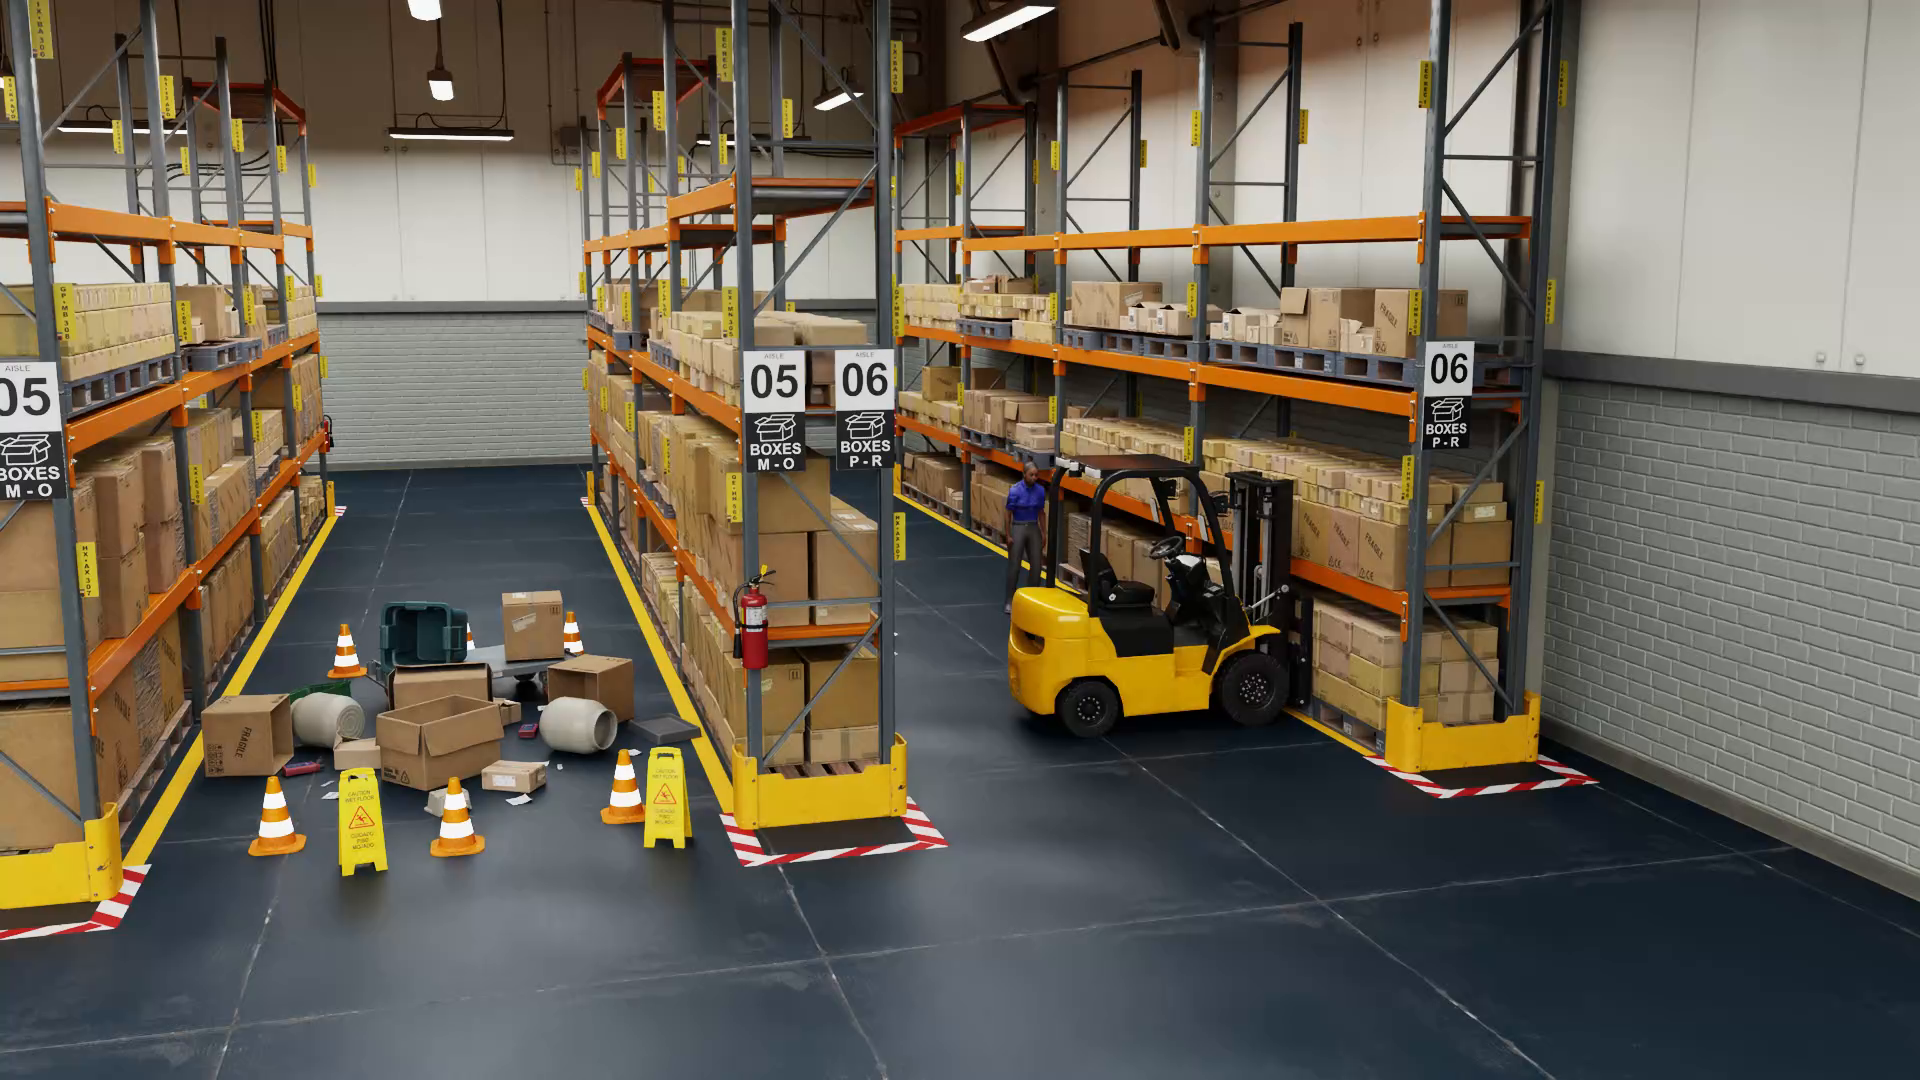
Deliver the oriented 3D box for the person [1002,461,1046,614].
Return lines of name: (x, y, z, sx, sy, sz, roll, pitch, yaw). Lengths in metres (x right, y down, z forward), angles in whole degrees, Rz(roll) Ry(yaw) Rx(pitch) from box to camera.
person: (0.699, -0.042, 18.145, 0.507, 1.655, 0.349, -3, 10, -17)
